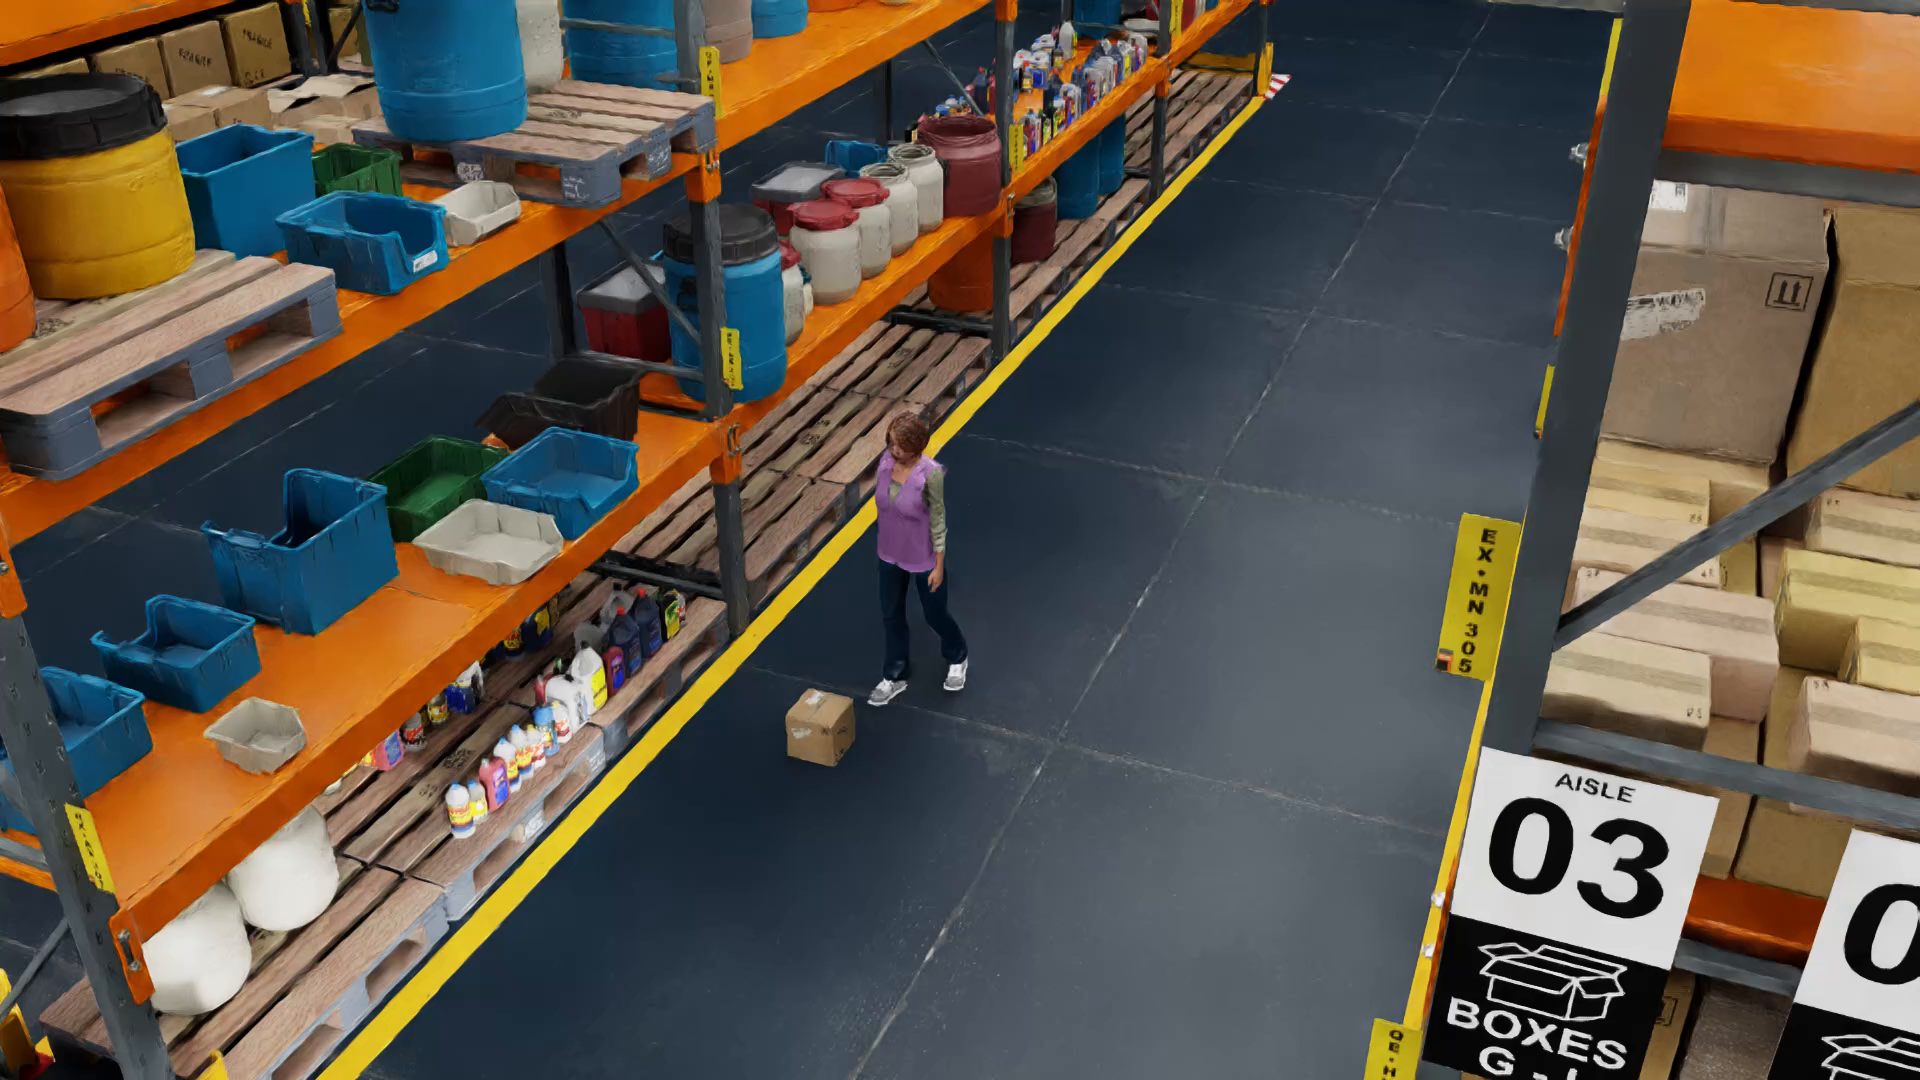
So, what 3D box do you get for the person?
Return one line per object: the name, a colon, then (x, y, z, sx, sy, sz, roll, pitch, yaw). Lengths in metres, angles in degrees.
person: (-0.221, 0.078, 8.235, 0.424, 1.597, 0.559, 18, 35, 28)
